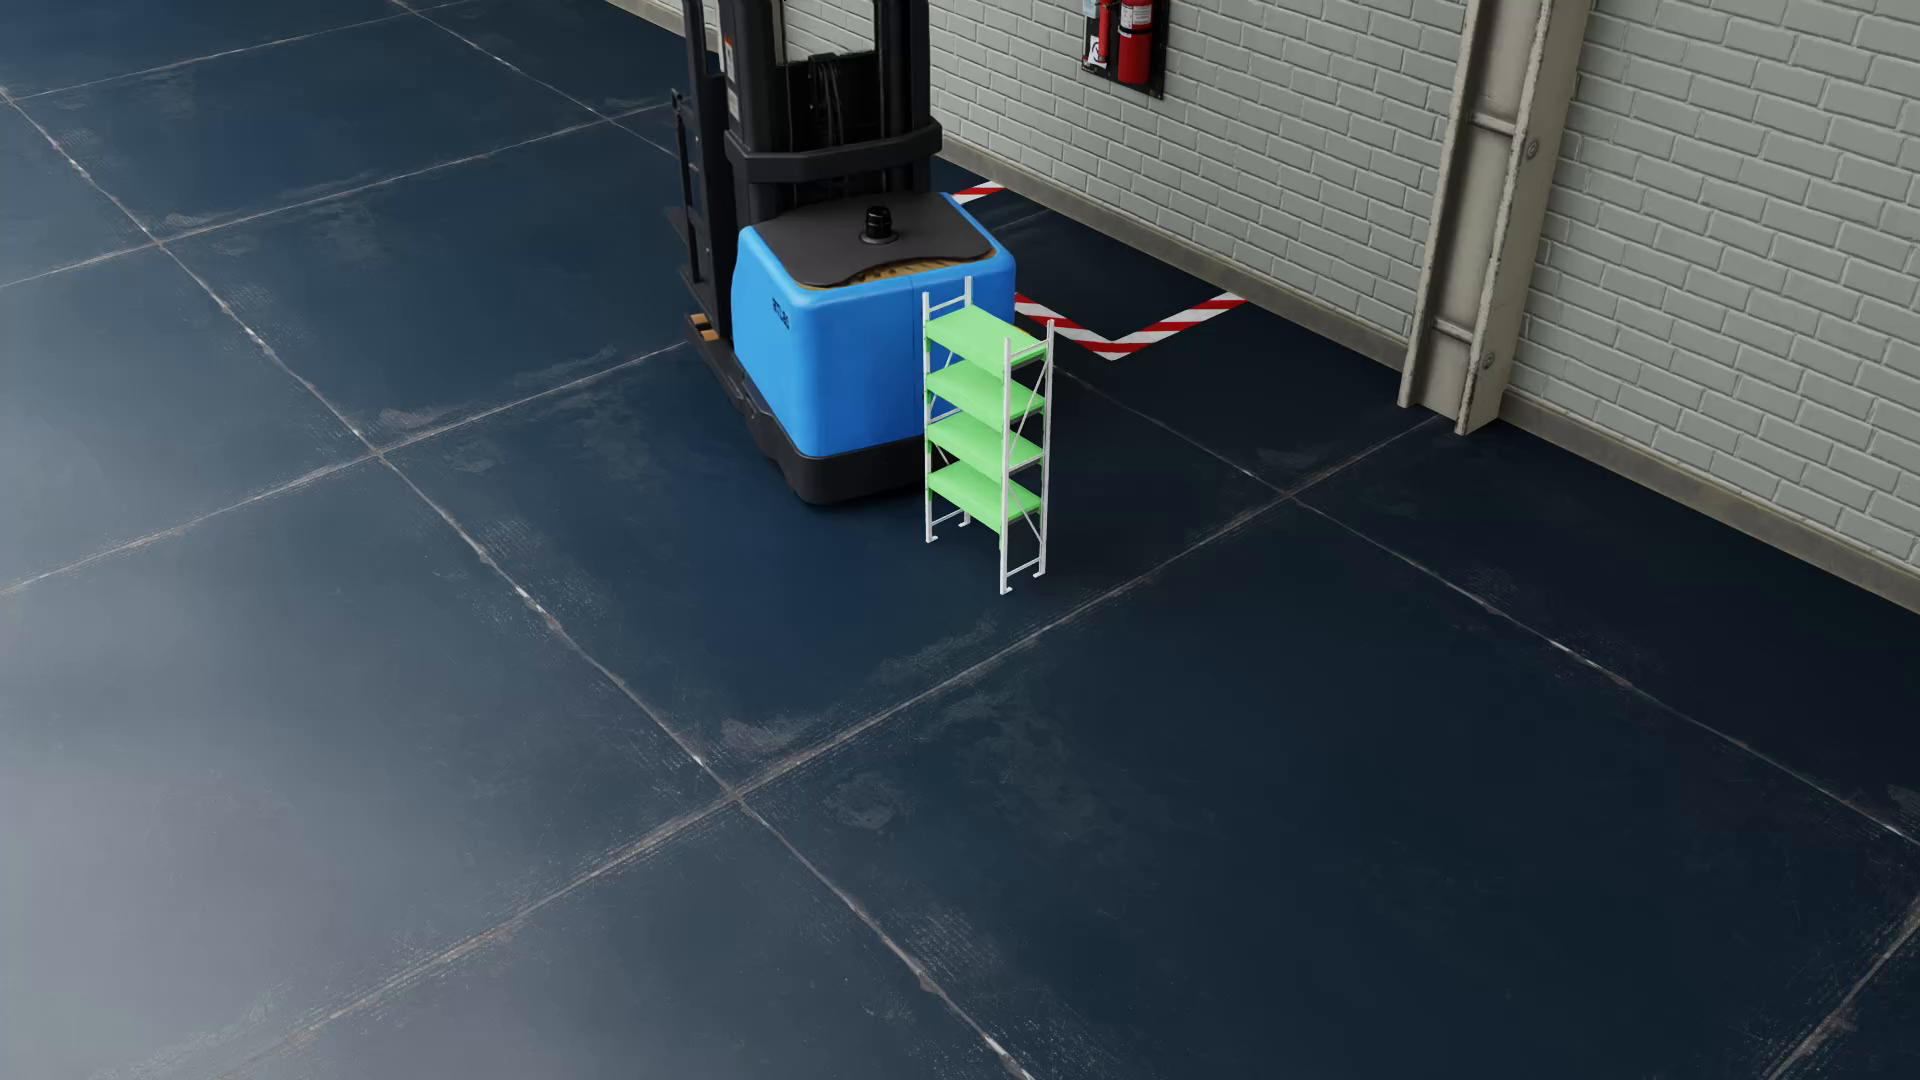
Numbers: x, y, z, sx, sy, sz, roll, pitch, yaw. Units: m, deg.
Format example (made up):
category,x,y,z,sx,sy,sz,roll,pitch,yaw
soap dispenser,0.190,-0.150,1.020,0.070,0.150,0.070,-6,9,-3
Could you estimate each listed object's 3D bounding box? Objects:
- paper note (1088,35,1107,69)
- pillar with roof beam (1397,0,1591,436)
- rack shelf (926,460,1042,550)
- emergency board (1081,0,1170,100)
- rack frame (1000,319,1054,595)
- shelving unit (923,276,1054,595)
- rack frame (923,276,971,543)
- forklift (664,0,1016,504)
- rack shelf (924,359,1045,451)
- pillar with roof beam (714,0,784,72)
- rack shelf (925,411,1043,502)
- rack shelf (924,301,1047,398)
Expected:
category,x,y,z,sx,sy,sz,roll,pitch,yaw
paper note,0.769,-2.715,9.250,0.016,0.148,0.142,-26,43,-32
pillar with roof beam,-0.892,-2.708,3.287,9.100,9.000,0.400,-26,43,-32
rack shelf,0.107,-0.169,6.976,0.258,0.148,0.480,-26,43,-32
emergency board,0.831,-2.971,8.849,0.194,1.169,0.643,-26,43,-32
rack frame,0.264,-0.309,6.648,0.240,1.200,0.015,-26,43,-32
shelving unit,0.107,-0.417,6.800,0.258,1.200,0.503,-26,43,-32
rack frame,-0.051,-0.524,6.952,0.240,1.200,0.015,-26,43,-32
forklift,-0.791,-2.198,7.818,1.130,2.935,3.031,-14,38,-19
rack shelf,0.107,-0.560,6.698,0.258,0.148,0.480,-26,43,-32
pillar with roof beam,-4.764,-5.357,7.028,9.100,9.000,0.400,-26,43,-32
rack shelf,0.107,-0.364,6.837,0.258,0.148,0.480,-26,43,-32
rack shelf,0.107,-0.756,6.560,0.258,0.148,0.480,-26,43,-32
